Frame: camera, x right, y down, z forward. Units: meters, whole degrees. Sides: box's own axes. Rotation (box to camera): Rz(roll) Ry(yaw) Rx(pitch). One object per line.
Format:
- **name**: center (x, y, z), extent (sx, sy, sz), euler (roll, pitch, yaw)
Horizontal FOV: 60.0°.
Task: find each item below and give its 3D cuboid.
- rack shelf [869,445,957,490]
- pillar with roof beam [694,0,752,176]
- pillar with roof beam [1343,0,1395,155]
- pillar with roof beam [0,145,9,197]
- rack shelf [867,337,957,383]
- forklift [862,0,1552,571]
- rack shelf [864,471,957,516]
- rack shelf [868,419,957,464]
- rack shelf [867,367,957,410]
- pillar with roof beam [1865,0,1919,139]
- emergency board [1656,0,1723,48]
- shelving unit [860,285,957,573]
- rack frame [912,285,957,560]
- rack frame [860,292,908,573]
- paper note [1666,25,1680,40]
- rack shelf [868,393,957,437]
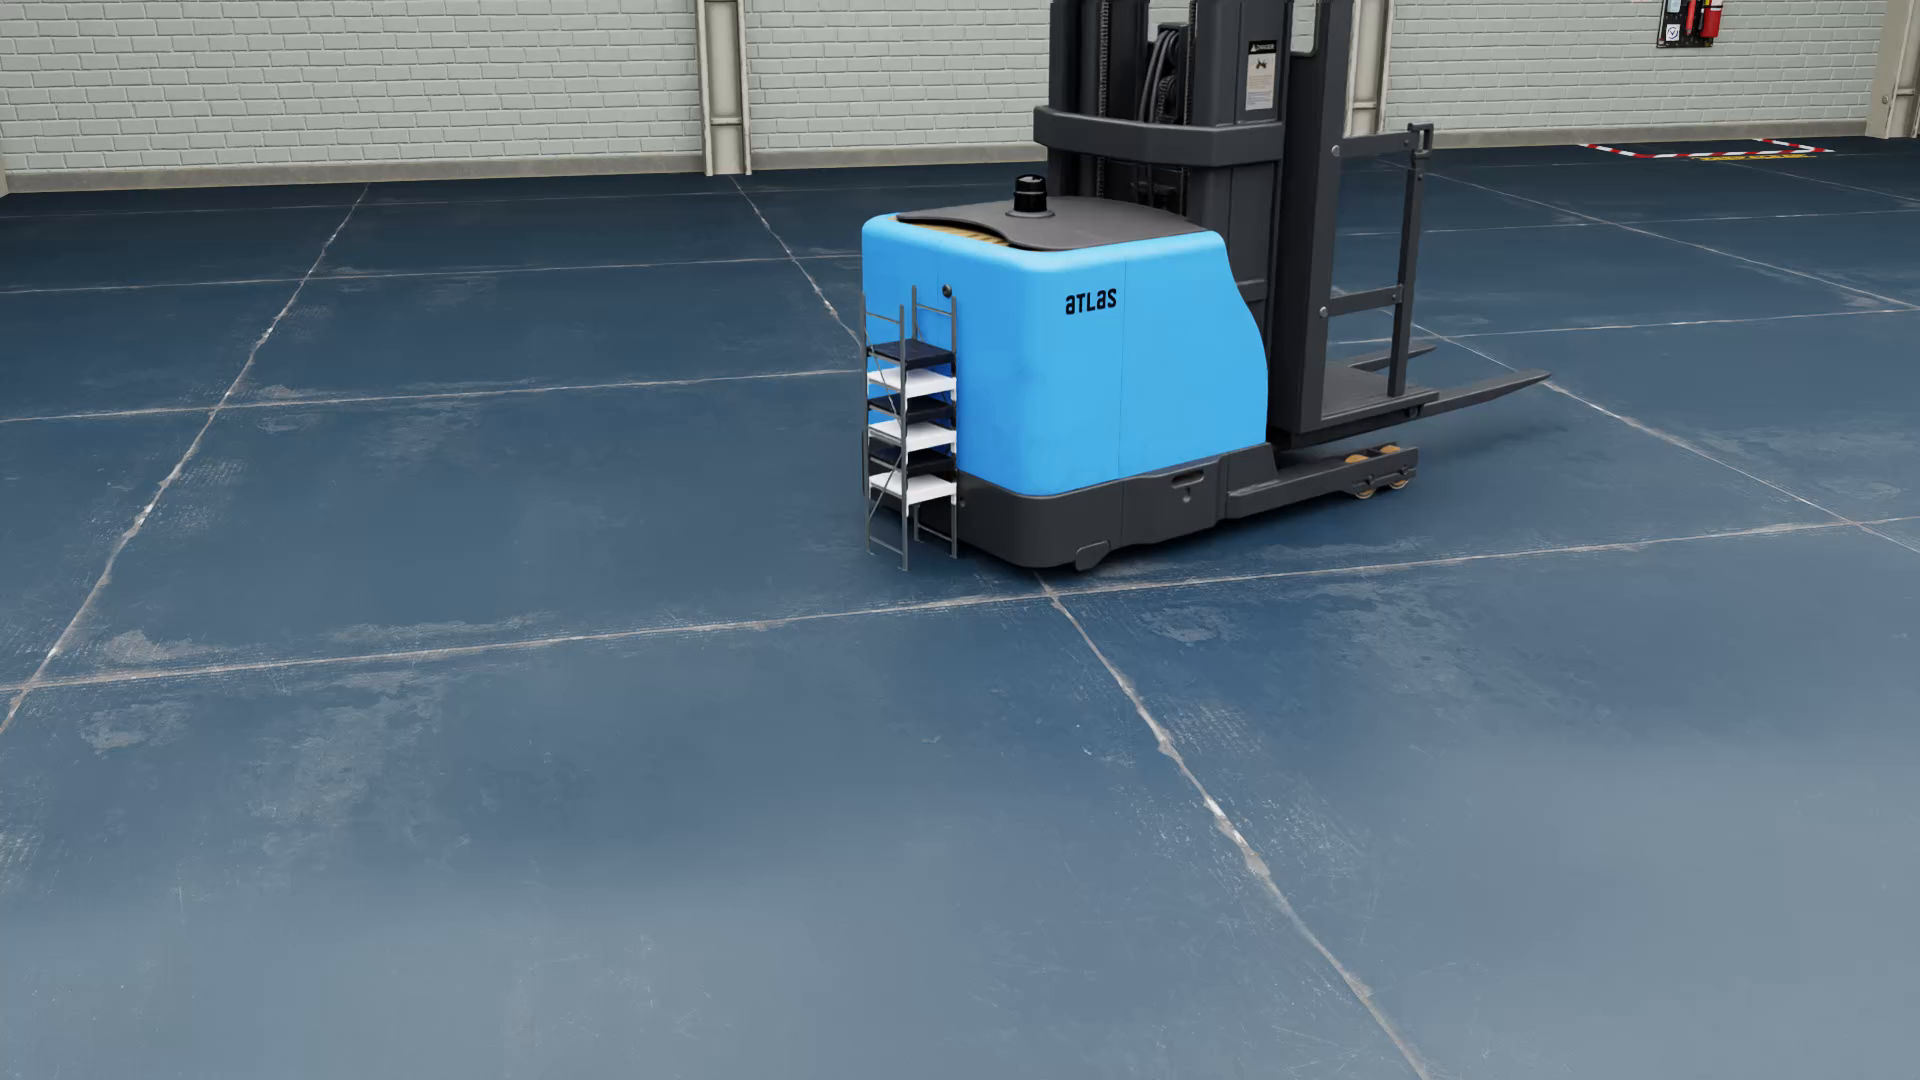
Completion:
- **rack shelf**: center (-0.167, -0.252, 5.553), extent (0.200, 0.077, 0.258), euler (-15, 25, -34)
- **pillar with roof beam**: center (-1.056, -6.016, 9.156), extent (0.400, 9.000, 9.100), euler (-5, 21, -12)
- **pillar with roof beam**: center (4.783, -6.491, 10.452), extent (0.400, 9.000, 9.100), euler (-5, 21, -12)
- **pillar with roof beam**: center (-6.895, -5.541, 7.859), extent (0.400, 9.000, 9.100), euler (-5, 21, -12)
- **rack shelf**: center (-0.167, -0.590, 5.430), extent (0.200, 0.077, 0.258), euler (-15, 25, -34)
- **forklift**: center (1.128, -1.660, 6.085), extent (3.031, 2.935, 1.130), euler (-15, 25, -34)
- **rack shelf**: center (-0.167, -0.168, 5.584), extent (0.200, 0.077, 0.258), euler (-15, 25, -34)
- **rack shelf**: center (-0.167, -0.337, 5.522), extent (0.200, 0.077, 0.258), euler (-15, 25, -34)
- **rack shelf**: center (-0.167, -0.506, 5.461), extent (0.200, 0.077, 0.258), euler (-15, 25, -34)
- **pillar with roof beam**: center (10.622, -6.966, 11.748), extent (0.400, 9.000, 9.100), euler (-5, 21, -12)
- **emergency board**: center (7.218, -5.407, 16.215), extent (0.643, 1.169, 0.194), euler (-5, 21, -12)
- **shelving unit**: center (-0.167, -0.368, 5.511), extent (0.210, 0.900, 0.258), euler (-15, 25, -34)
- **rack frame**: center (-0.086, -0.389, 5.568), extent (0.006, 0.900, 0.240), euler (-15, 25, -34)
- **rack frame**: center (-0.248, -0.347, 5.454), extent (0.006, 0.900, 0.240), euler (-15, 25, -34)
- **paper note**: center (7.029, -5.003, 16.391), extent (0.142, 0.148, 0.016), euler (-5, 21, -12)
- **rack shelf**: center (-0.167, -0.421, 5.491), extent (0.200, 0.077, 0.258), euler (-15, 25, -34)
